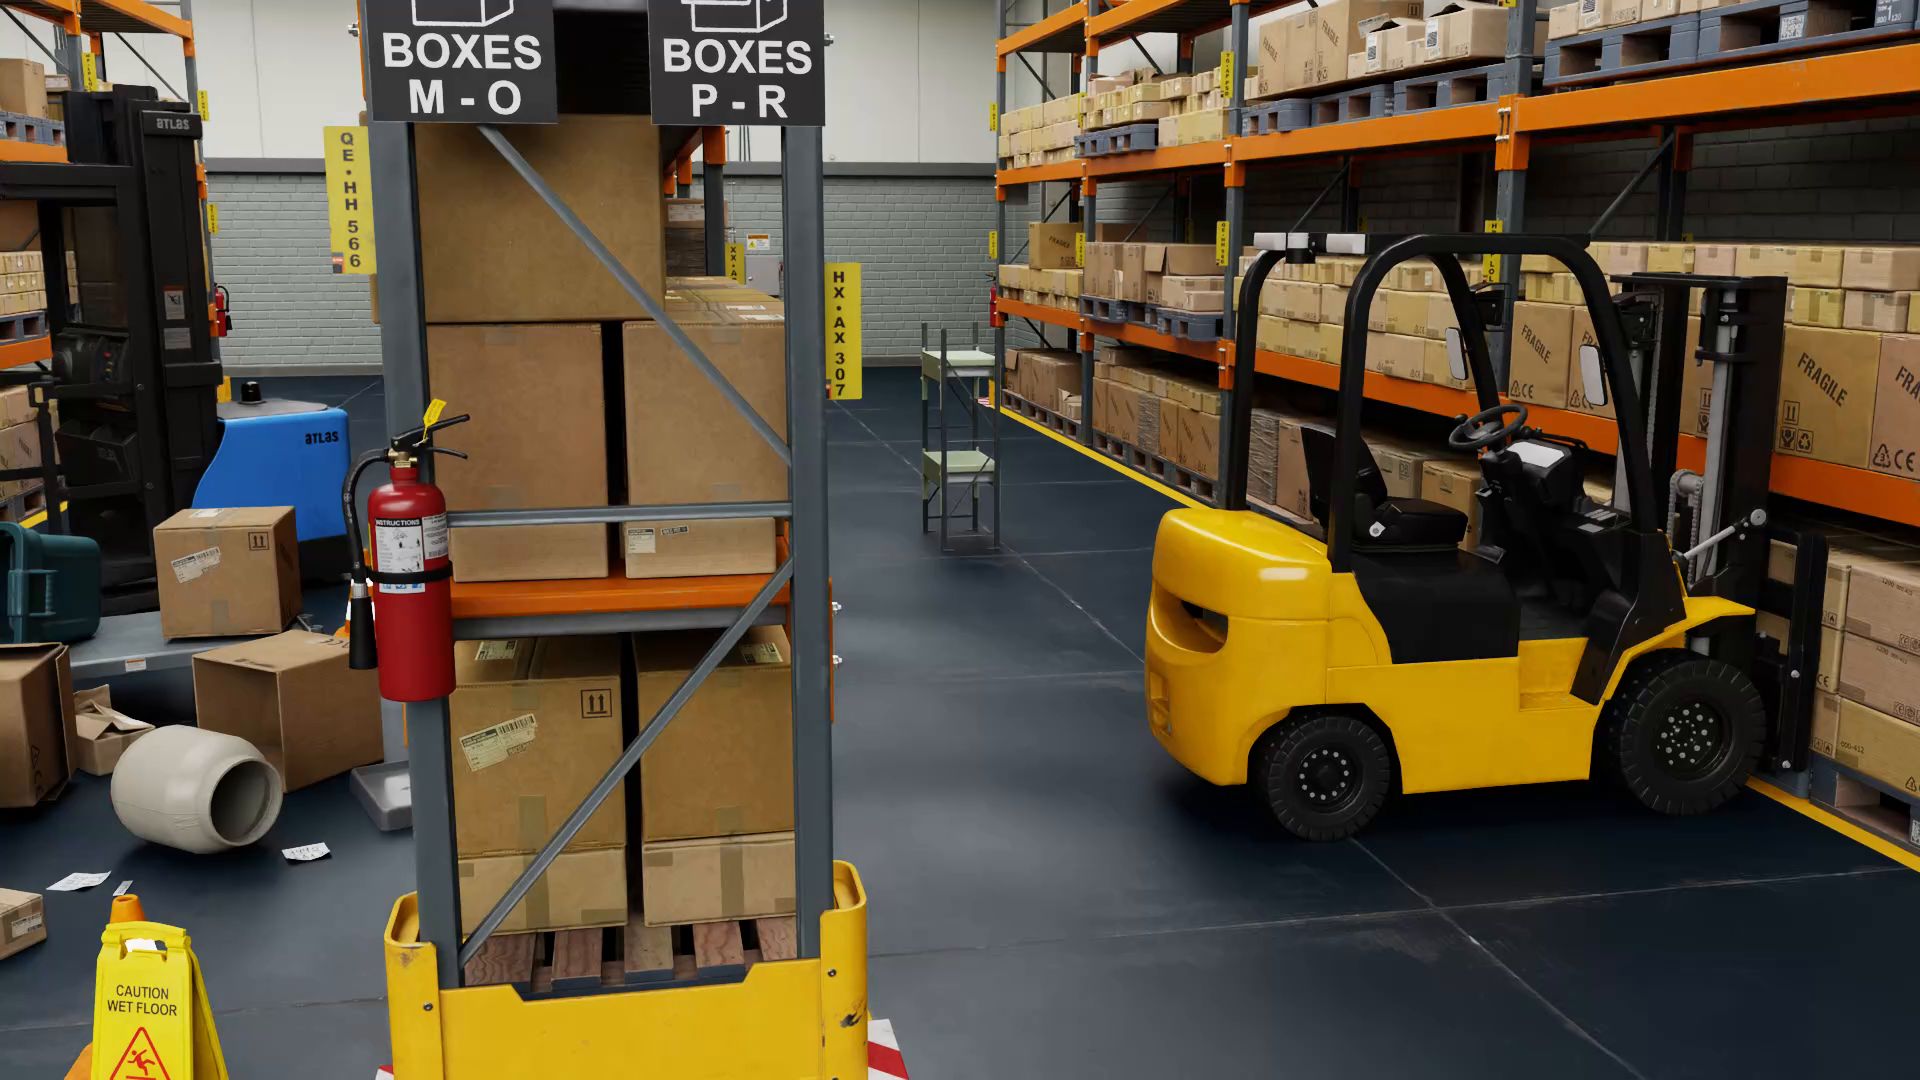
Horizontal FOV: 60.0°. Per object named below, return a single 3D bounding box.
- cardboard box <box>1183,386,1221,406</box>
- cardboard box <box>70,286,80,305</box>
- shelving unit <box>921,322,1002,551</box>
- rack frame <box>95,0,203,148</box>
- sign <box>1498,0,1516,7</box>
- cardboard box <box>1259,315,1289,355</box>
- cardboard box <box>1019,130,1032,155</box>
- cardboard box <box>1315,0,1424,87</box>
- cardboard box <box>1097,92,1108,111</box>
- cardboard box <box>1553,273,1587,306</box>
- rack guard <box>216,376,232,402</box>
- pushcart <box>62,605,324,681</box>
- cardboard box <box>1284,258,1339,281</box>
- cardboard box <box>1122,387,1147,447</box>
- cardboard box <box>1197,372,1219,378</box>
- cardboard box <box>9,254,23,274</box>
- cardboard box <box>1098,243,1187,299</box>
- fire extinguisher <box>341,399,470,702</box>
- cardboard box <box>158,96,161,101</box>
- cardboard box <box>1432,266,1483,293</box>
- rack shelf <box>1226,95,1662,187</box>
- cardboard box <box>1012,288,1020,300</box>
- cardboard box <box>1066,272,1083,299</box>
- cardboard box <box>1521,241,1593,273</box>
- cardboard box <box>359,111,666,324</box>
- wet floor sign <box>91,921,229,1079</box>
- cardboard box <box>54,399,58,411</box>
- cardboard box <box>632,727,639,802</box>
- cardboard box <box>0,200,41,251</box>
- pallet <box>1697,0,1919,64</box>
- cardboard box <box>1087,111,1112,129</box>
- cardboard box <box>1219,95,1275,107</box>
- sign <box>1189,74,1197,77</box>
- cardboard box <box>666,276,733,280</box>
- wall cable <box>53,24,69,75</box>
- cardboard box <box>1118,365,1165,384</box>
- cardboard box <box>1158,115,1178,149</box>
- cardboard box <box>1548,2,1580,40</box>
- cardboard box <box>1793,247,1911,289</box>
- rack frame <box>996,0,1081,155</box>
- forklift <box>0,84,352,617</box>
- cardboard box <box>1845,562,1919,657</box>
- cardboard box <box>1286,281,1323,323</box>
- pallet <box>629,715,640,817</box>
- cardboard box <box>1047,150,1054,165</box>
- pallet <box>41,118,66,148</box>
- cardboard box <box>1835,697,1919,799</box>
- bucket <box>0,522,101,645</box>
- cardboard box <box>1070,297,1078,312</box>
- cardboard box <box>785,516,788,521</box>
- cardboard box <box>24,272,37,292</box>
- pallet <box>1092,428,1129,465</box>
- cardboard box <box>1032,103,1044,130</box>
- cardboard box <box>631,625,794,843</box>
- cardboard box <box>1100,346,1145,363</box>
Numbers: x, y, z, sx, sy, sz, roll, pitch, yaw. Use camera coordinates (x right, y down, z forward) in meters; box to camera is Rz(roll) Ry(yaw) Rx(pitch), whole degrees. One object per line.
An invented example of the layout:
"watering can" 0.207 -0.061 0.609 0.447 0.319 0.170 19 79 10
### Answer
"cardboard box" 2.057 -1.180 13.703 0.380 0.149 0.250 -2 11 -13
"cardboard box" -7.717 -2.074 14.121 0.380 0.149 0.250 -2 11 -12
"shelving unit" 0.001 -0.736 11.550 0.431 1.500 0.755 -2 11 -11
"rack frame" -8.767 -5.738 17.775 1.000 3.000 0.127 -2 11 -11
"sign" 2.741 -2.830 8.296 0.100 0.325 0.005 -2 11 -11
"cardboard box" 2.433 -1.447 11.676 0.500 0.250 0.500 -2 11 -12
"cardboard box" 0.962 -4.438 18.575 0.500 0.250 0.500 -2 11 -13
"cardboard box" 2.593 -3.153 10.558 0.500 0.500 0.500 -2 11 -10
"cardboard box" 1.473 -4.023 15.275 0.380 0.149 0.250 -2 11 -12
"cardboard box" 3.127 -1.222 8.091 0.380 0.149 0.250 -2 11 -10
"rack guard" -8.752 -1.549 18.496 1.175 0.500 0.348 -2 11 -11
"pushcart" -3.824 0.592 7.577 1.648 0.377 0.936 -6 13 -31
"cardboard box" 2.458 -1.859 11.439 0.380 0.149 0.250 -2 11 -10
"cardboard box" 1.795 -1.129 15.169 0.500 0.500 0.500 -2 11 -13
"cardboard box" 2.363 -1.441 15.072 0.380 0.149 0.250 -2 11 -10
"cardboard box" -7.466 -2.127 12.804 0.380 0.149 0.250 -3 11 -14
"cardboard box" 1.691 -2.500 15.420 0.700 0.500 0.500 -2 11 -10
"fire extinguisher" -1.249 0.021 3.770 0.296 0.674 0.183 -2 11 -11
"cardboard box" -8.264 -4.393 16.728 0.380 0.149 0.250 -2 11 -12
"cardboard box" 2.923 -1.485 9.475 0.380 0.149 0.250 -2 11 -11
"rack shelf" 2.882 -2.456 10.482 1.077 0.370 4.000 -2 11 -11
"cardboard box" 0.827 -2.932 19.749 0.380 0.149 0.250 -2 11 -10
"cardboard box" 1.377 -2.594 16.907 0.500 0.250 0.500 -2 11 -10
"cardboard box" 3.042 -1.414 8.306 0.380 0.149 0.250 -2 11 -10
"cardboard box" -1.132 -0.827 4.281 0.700 0.500 0.500 -2 11 -12
"wet floor sign" -1.832 1.176 3.794 0.267 0.644 0.232 2 11 9
"cardboard box" -7.509 -1.182 13.438 0.500 0.250 0.500 -2 11 -8
"cardboard box" -0.915 0.738 6.026 0.500 0.250 0.500 -1 11 -7
"cardboard box" -8.345 -2.820 14.752 0.500 0.500 0.500 -3 11 -13
"pallet" 3.696 -2.021 6.505 1.003 0.211 1.213 -2 11 -11
"cardboard box" 1.400 -3.924 15.551 0.380 0.149 0.250 -2 11 -10
"cardboard box" 2.188 -3.355 12.614 0.380 0.149 0.250 -2 11 -10
"sign" 2.259 -4.379 16.220 0.100 0.325 0.005 -2 11 -11
"cardboard box" -1.267 -0.911 7.398 0.500 0.500 0.500 -2 11 -12
"wall cable" -11.370 -8.319 22.731 2.277 5.999 0.120 -2 11 -11
"cardboard box" 1.715 -1.564 15.716 0.380 0.149 0.250 -3 11 -14
"cardboard box" 1.959 -3.372 13.770 0.500 0.250 0.500 -2 11 -11
"cardboard box" 3.061 -2.482 7.972 0.380 0.149 0.250 -2 11 -10
"cardboard box" 3.426 -1.038 6.331 0.380 0.149 0.250 -2 11 -10
"rack frame" 0.937 -6.117 19.770 1.000 3.000 0.127 -2 11 -11
"forklift" -5.070 -1.035 9.293 1.130 2.935 3.031 9 14 40
"cardboard box" 3.549 0.251 5.913 0.500 0.250 0.500 -2 11 -10
"cardboard box" 2.520 -1.596 11.125 0.500 0.250 0.500 -2 11 -12
"pallet" -1.191 0.928 6.258 1.003 0.211 1.213 -2 11 -11
"cardboard box" 1.146 -4.078 17.749 0.380 0.149 0.250 -2 11 -10
"pallet" -7.973 -3.321 13.603 1.213 0.211 1.003 -2 11 -11
"cardboard box" 3.561 0.742 6.004 0.500 0.250 0.500 -2 11 -11
"bucket" -4.145 0.213 7.246 0.726 0.611 0.620 2 1 9
"cardboard box" 1.334 -2.410 17.006 0.380 0.149 0.250 -2 11 -9
"cardboard box" -0.721 -0.147 5.117 0.380 0.149 0.250 -2 11 -10
"cardboard box" -7.513 -2.029 13.085 0.380 0.149 0.250 -3 11 -14
"pallet" 1.911 -0.919 15.961 1.003 0.211 1.213 -2 11 -11
"cardboard box" 1.078 -4.593 18.050 0.500 0.250 0.500 -2 11 -9
"cardboard box" -0.710 0.559 4.962 0.500 0.500 0.500 -3 11 -13
"cardboard box" 1.584 -1.807 16.197 0.380 0.149 0.250 -2 11 -12
